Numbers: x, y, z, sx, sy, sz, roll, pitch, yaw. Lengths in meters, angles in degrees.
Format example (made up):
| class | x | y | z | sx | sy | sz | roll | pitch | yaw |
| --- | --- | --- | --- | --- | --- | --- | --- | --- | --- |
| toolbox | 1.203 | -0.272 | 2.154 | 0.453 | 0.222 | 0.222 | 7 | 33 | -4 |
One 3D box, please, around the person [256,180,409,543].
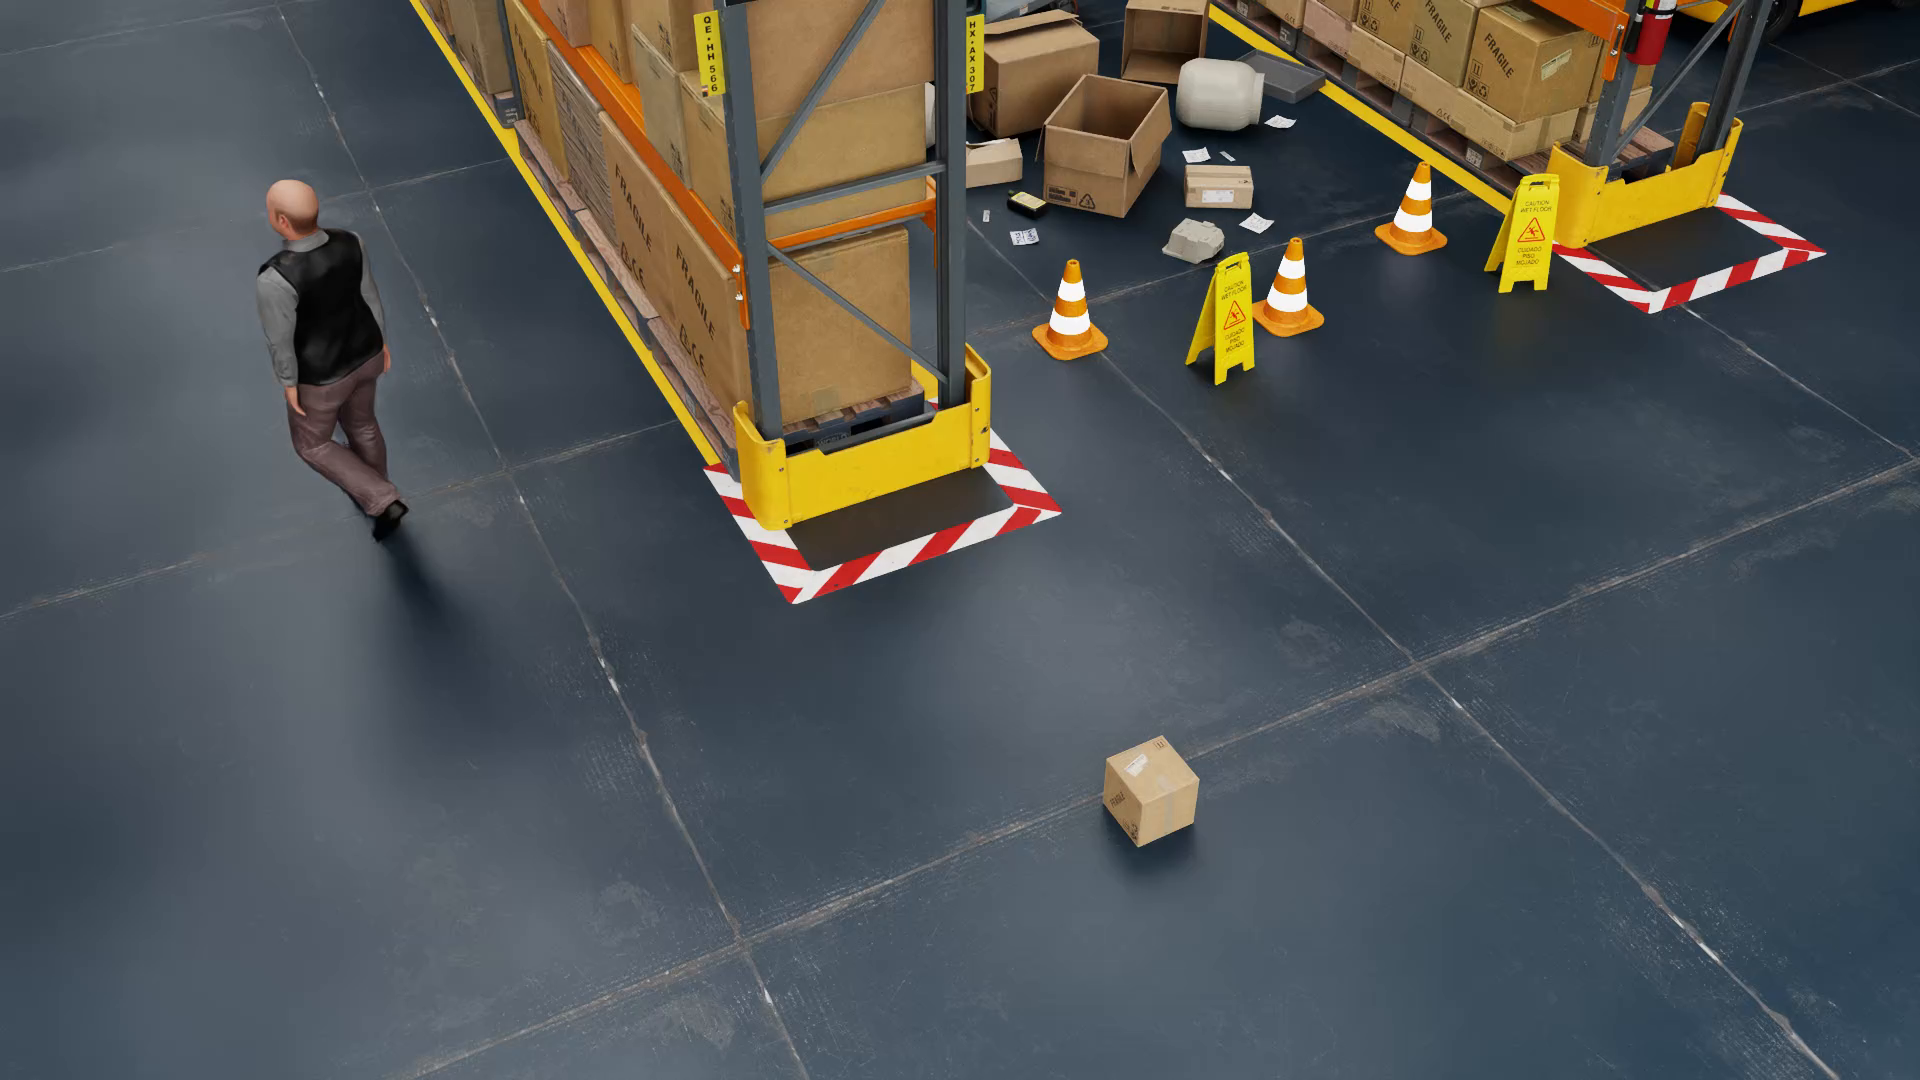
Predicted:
| class | x | y | z | sx | sy | sz | roll | pitch | yaw |
| --- | --- | --- | --- | --- | --- | --- | --- | --- | --- |
| person | -2.606 | -0.723 | 6.982 | 0.633 | 1.709 | 0.542 | 22 | 46 | 23 |
